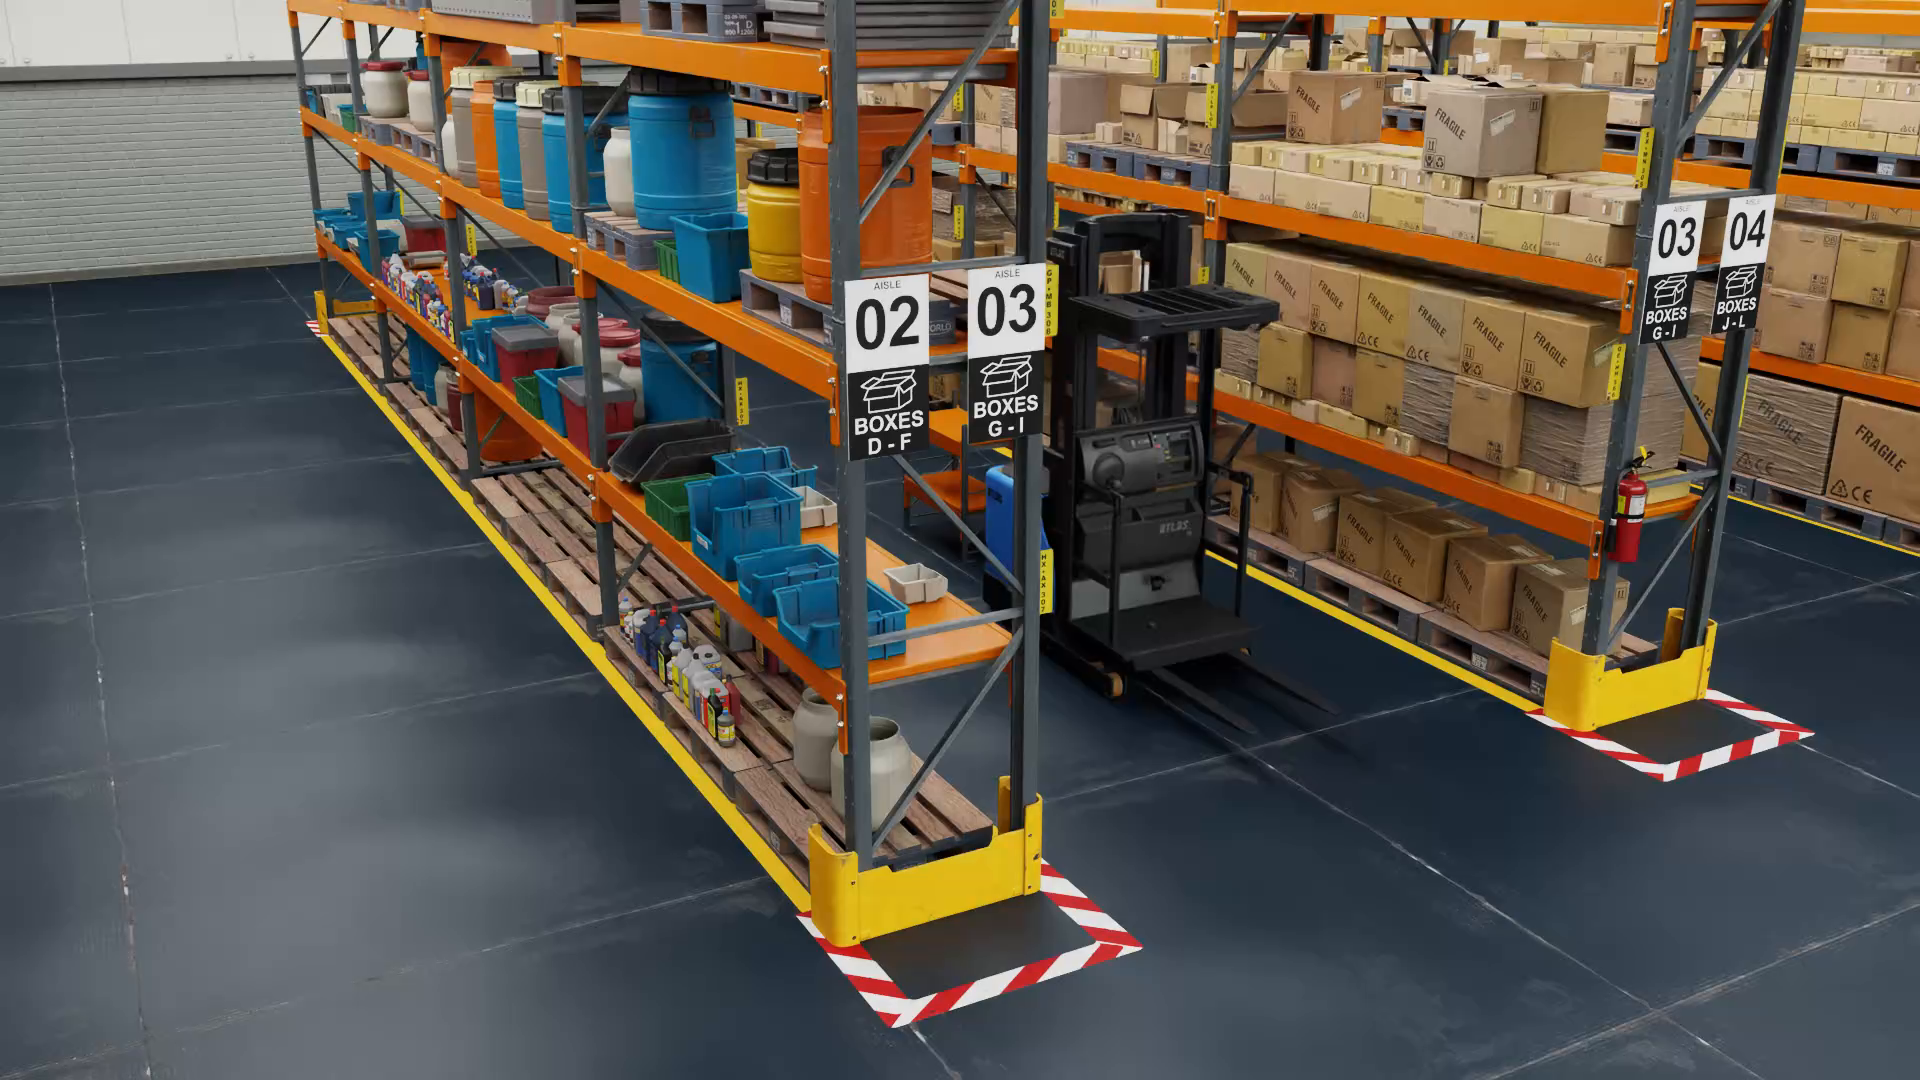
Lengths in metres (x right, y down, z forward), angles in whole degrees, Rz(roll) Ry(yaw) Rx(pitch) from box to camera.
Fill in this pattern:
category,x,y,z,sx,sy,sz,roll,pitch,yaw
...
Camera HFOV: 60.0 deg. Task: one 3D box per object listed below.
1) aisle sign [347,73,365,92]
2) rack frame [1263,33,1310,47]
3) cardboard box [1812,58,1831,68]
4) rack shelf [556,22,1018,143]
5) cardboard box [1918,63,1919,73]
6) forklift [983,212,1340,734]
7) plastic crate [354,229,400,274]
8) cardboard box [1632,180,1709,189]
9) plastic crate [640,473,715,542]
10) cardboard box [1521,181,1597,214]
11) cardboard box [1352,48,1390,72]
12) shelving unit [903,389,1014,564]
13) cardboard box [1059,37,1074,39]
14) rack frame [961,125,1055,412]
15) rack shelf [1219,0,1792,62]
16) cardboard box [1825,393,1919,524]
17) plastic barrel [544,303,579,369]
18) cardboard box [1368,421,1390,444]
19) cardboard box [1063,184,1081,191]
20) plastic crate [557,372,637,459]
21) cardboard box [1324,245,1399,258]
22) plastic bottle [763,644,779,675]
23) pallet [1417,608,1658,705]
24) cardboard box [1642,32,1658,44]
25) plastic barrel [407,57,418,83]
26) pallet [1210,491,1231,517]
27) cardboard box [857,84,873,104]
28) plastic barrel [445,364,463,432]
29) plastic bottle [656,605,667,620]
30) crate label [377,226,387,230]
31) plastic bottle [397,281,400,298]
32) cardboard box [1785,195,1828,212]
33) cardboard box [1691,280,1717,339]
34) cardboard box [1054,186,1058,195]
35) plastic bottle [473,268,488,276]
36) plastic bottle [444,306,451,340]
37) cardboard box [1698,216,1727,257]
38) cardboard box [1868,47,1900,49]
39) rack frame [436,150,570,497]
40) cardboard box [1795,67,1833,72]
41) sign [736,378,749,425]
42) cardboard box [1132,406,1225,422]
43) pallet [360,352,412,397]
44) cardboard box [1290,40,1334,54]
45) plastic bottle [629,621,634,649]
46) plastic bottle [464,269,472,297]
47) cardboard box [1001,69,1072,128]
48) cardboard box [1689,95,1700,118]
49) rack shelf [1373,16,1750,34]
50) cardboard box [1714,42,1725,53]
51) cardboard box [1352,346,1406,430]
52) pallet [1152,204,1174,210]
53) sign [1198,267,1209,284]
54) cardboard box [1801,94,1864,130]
category,x,y,z,sx,sy,sz,roll,pitch,yaw
aisle sign,-7.457,-5.470,20.900,0.394,0.787,0.004,-10,21,-27
rack frame,5.400,-9.313,26.826,1.000,3.000,0.127,-10,21,-27
cardboard box,12.597,-6.924,24.120,0.380,0.149,0.250,-9,21,-25
rack shelf,-1.033,-2.463,8.690,1.077,0.370,4.000,-10,21,-27
cardboard box,10.928,-5.186,18.283,0.500,0.250,0.500,-10,22,-28
forklift,1.291,-0.536,10.693,1.130,2.935,3.031,-10,21,-26
plastic crate,-6.303,-3.129,18.033,0.392,0.384,0.575,-10,21,-27
cardboard box,4.311,-2.089,10.108,0.380,0.149,0.250,-9,21,-25
plastic crate,-1.586,-0.197,9.928,0.450,0.188,0.662,-10,21,-27
cardboard box,3.623,-2.071,10.054,0.380,0.149,0.250,-11,22,-29
cardboard box,4.696,-5.519,19.102,0.396,0.266,0.258,-10,21,-27
shelving unit,-0.003,-0.534,13.454,0.538,1.125,1.048,-10,21,-27
cardboard box,1.557,-7.321,24.503,0.380,0.149,0.250,-10,21,-26
rack frame,0.477,-2.646,16.701,1.000,3.000,0.127,-10,21,-27
rack shelf,3.326,-3.418,10.849,1.077,0.370,4.000,-10,21,-27
cardboard box,7.889,-0.719,13.731,0.875,0.875,0.875,-10,22,-28
plastic barrel,-3.205,-1.669,13.699,0.421,0.512,0.421,0,19,0
cardboard box,3.097,-0.777,11.671,0.380,0.149,0.250,-10,21,-27
cardboard box,1.807,-5.260,23.668,0.500,0.500,0.500,-11,22,-28
plastic crate,-2.482,-0.852,11.405,0.402,0.464,0.583,-10,21,-27
cardboard box,3.071,-1.928,12.479,0.500,0.500,0.500,-10,21,-27
plastic bottle,-1.198,0.698,10.501,0.061,0.283,0.133,-10,21,-27
pallet,3.885,0.708,11.255,1.003,0.211,1.213,-10,21,-27
cardboard box,11.214,-7.931,26.425,0.500,0.250,0.500,-10,21,-27
plastic barrel,-5.169,-4.502,16.549,0.600,0.588,0.600,0,19,0
pallet,2.005,-0.403,14.475,1.003,0.211,1.213,-10,21,-27
cardboard box,-0.981,-5.040,18.532,0.500,0.311,0.500,-11,22,-29
plastic barrel,-4.665,-1.399,16.141,0.600,0.588,0.708,-10,21,-27
plastic bottle,-1.946,0.577,10.851,0.061,0.283,0.133,-10,21,-27
crate label,-6.855,-3.711,20.101,0.396,0.136,0.243,-10,21,-27
plastic bottle,-5.600,-2.543,16.706,0.097,0.201,0.097,0,19,0
cardboard box,9.951,-3.958,19.249,0.500,0.500,0.500,-11,22,-29
cardboard box,6.975,-2.204,15.190,0.875,0.550,0.550,-10,21,-27
cardboard box,1.545,-5.132,24.291,0.380,0.149,0.250,-10,22,-27
plastic bottle,-4.833,-2.617,16.807,0.152,0.276,0.135,-10,21,-27
plastic bottle,-4.559,-1.940,14.834,0.061,0.283,0.133,-10,21,-27
cardboard box,4.275,-1.875,10.097,0.500,0.250,0.500,-9,21,-25
cardboard box,13.251,-6.993,23.863,0.380,0.149,0.250,-9,21,-25
rack frame,-3.882,-1.879,14.478,1.000,3.000,0.127,-10,21,-27
cardboard box,7.364,-4.031,14.481,0.380,0.149,0.250,-10,21,-27
sign,-1.493,-0.943,11.342,0.100,0.325,0.005,-10,21,-27
cardboard box,1.894,-0.843,14.635,0.700,0.500,0.500,-10,21,-27
pallet,-6.165,-1.914,18.854,1.003,0.211,1.213,-10,21,-27
cardboard box,5.692,-7.955,26.921,0.500,0.250,0.500,-12,23,-32
plastic bottle,-2.120,0.602,10.903,0.097,0.201,0.097,0,19,0
plastic bottle,-4.934,-2.590,16.737,0.097,0.271,0.097,0,19,0
cardboard box,0.711,-4.027,15.184,0.500,0.500,0.500,-10,21,-26
cardboard box,6.723,-4.049,15.578,0.258,0.266,0.396,-10,22,-28
rack shelf,5.840,-5.118,16.383,1.077,0.370,4.000,-10,21,-27
cardboard box,11.694,-7.486,25.261,0.380,0.149,0.250,-10,22,-28
cardboard box,3.269,-1.120,11.669,0.875,0.500,0.500,-10,21,-27
pallet,3.226,-4.201,21.501,1.003,0.211,1.213,-10,21,-27
sign,1.890,-1.958,12.932,0.100,0.325,0.005,-10,21,-27
cardboard box,7.256,-3.497,13.546,0.500,0.250,0.500,-10,22,-27
